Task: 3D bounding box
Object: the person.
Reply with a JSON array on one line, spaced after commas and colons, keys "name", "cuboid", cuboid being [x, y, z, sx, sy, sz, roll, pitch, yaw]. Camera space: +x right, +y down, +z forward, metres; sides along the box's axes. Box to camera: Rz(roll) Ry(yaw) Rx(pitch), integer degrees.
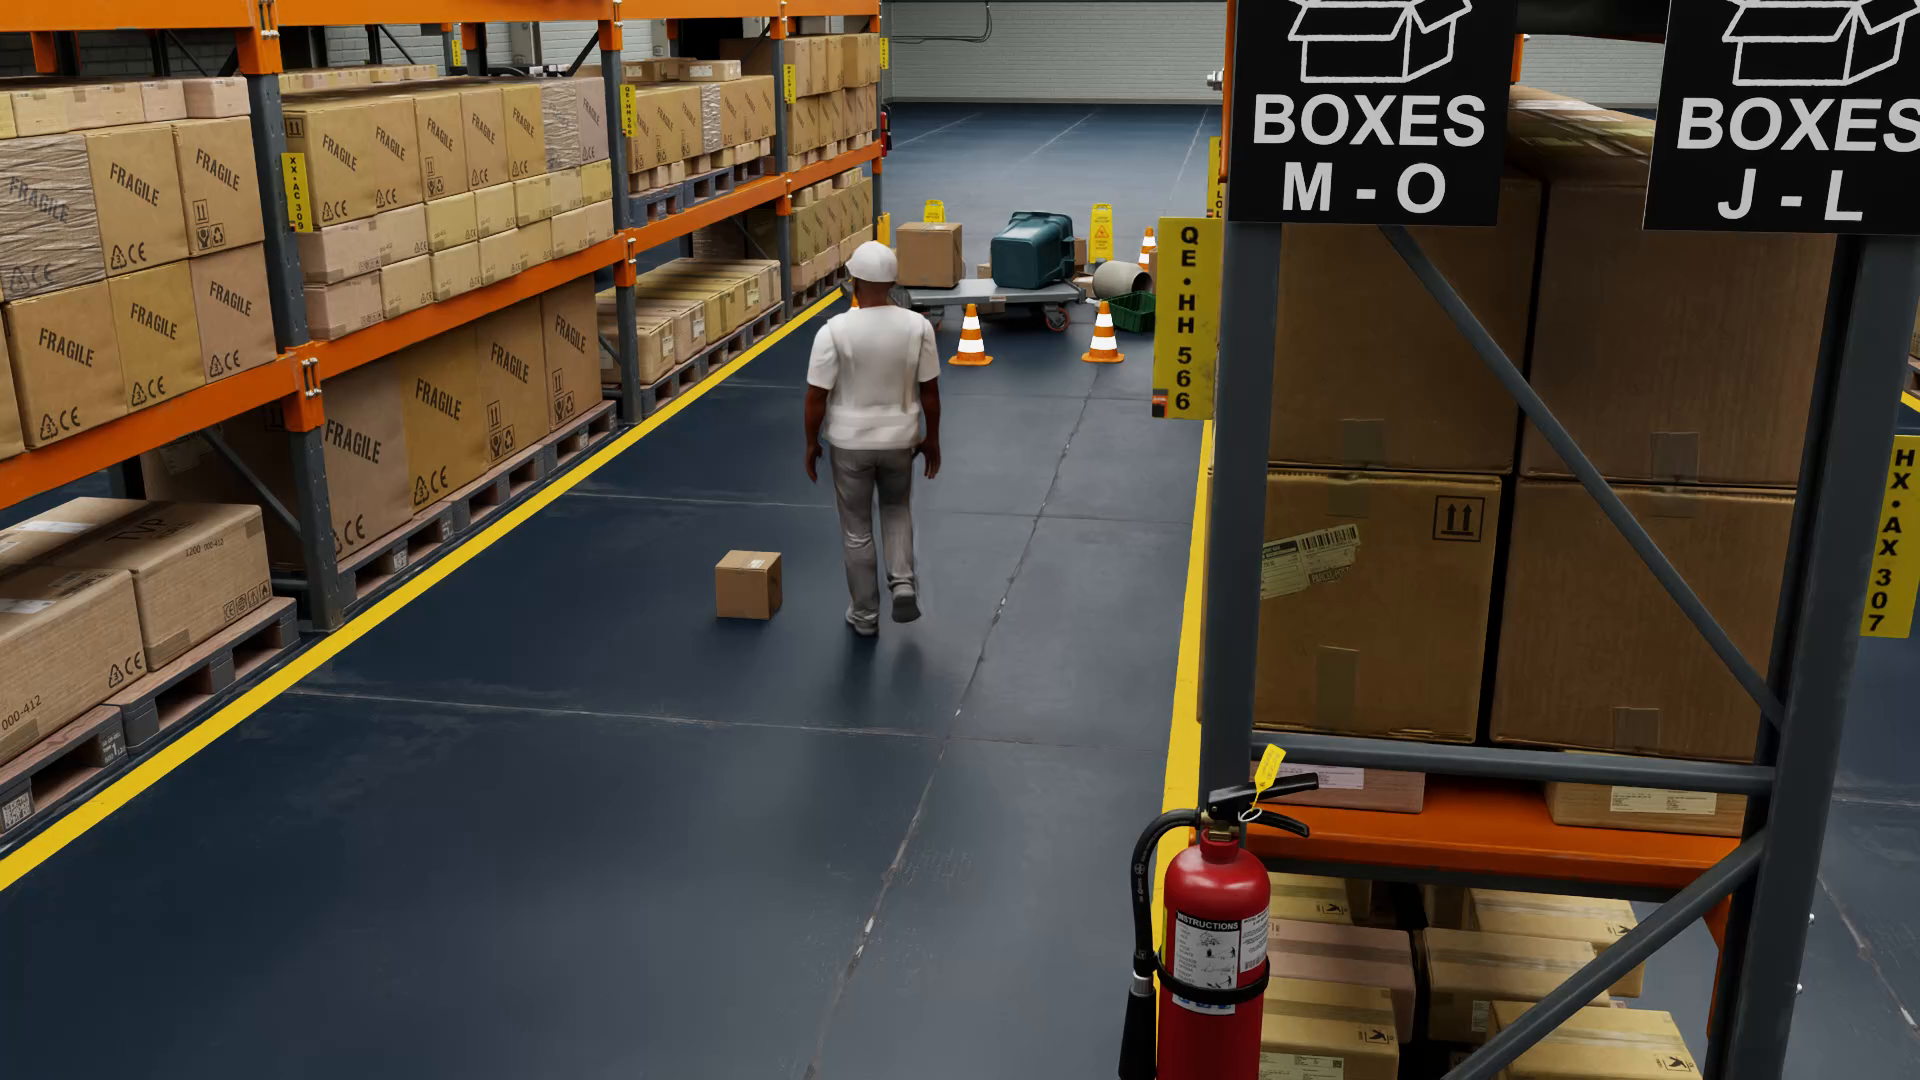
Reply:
[{"name": "person", "cuboid": [-0.398, -0.444, 7.337, 0.607, 1.760, 0.466, -6, 19, -17]}]
